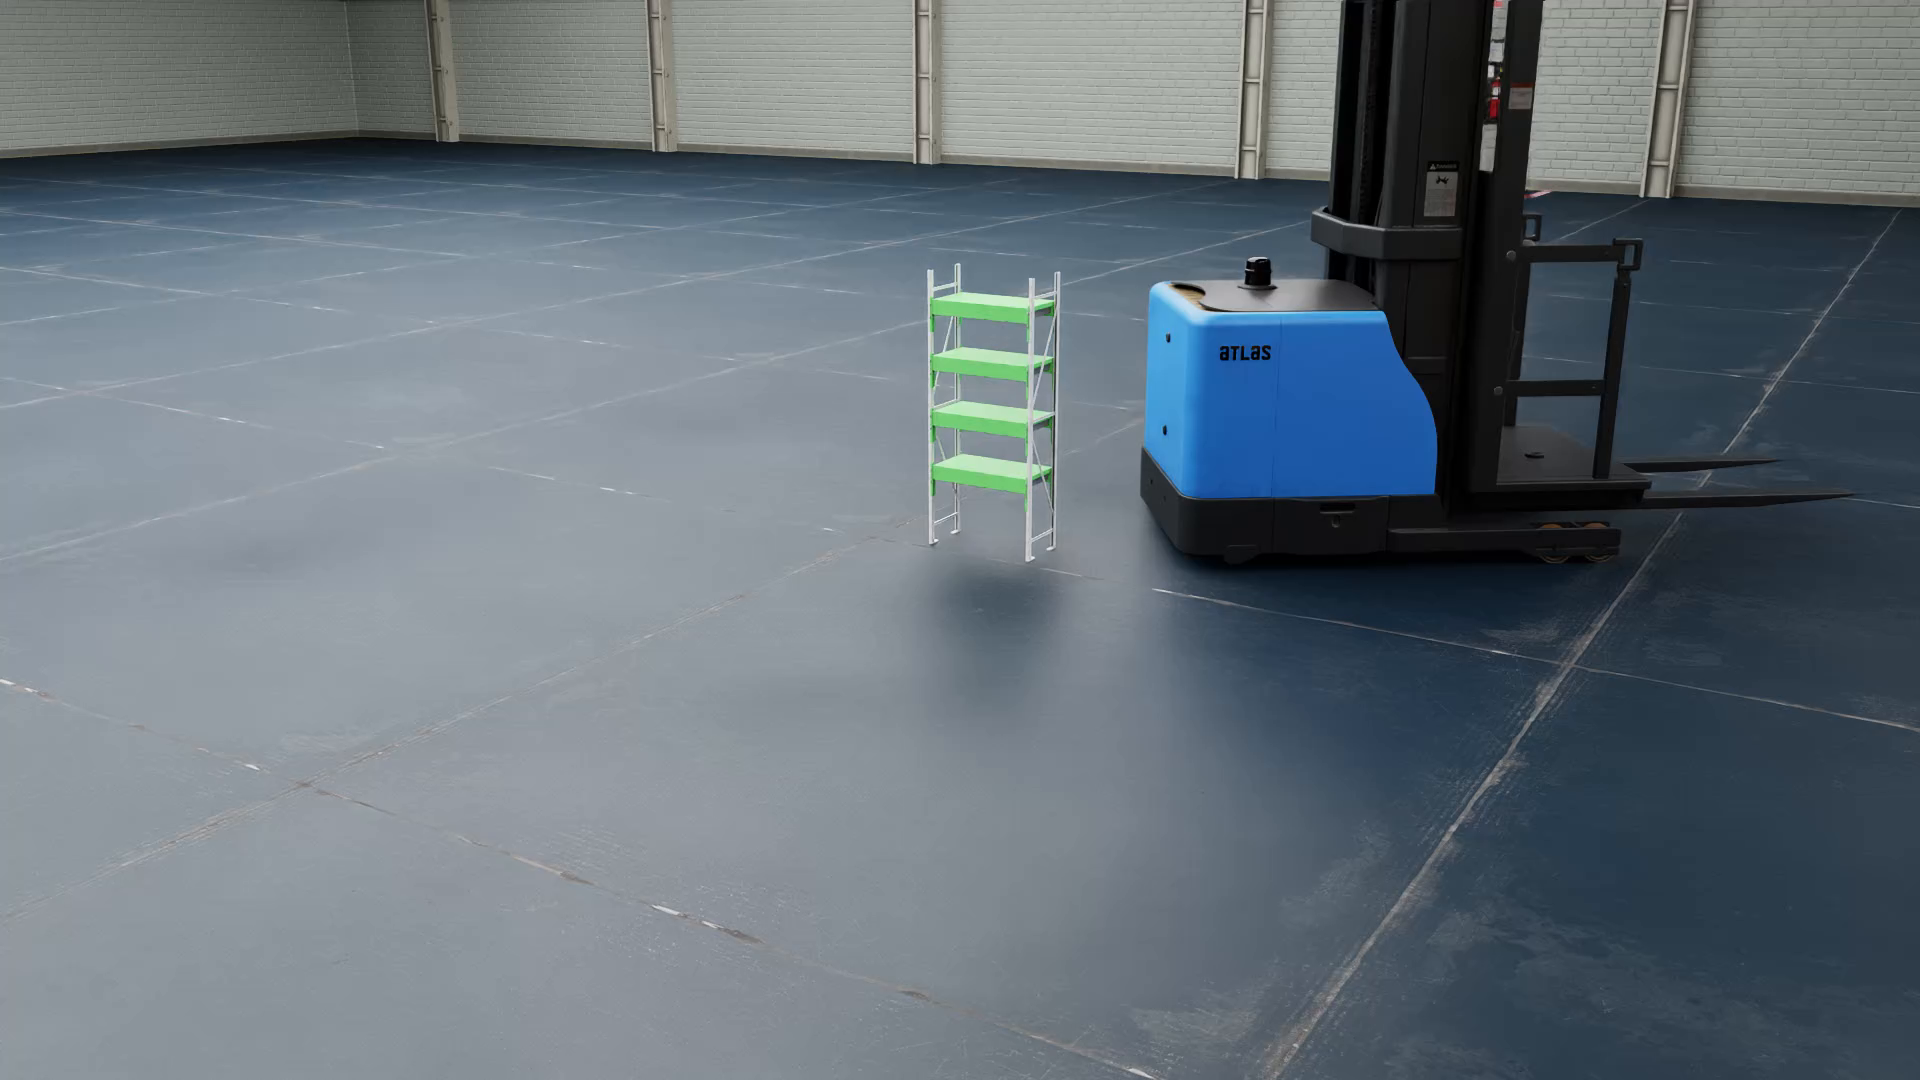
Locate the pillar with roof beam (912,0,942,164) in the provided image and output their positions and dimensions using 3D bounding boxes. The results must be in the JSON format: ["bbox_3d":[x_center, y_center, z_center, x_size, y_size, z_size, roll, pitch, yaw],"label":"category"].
[{"bbox_3d":[-2.822,-9.826,24.248,0.400,9.000,9.100,10,20,30],"label":"pillar with roof beam"}]

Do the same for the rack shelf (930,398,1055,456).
[{"bbox_3d":[0.141,-0.488,7.142,0.480,0.148,0.258,10,20,30],"label":"rack shelf"}]

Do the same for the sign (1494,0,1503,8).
[{"bbox_3d":[7.616,-7.717,23.638,0.199,0.298,0.001,10,20,30],"label":"sign"}]

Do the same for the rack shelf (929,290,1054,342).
[{"bbox_3d":[0.141,-0.947,7.003,0.480,0.148,0.258,10,20,30],"label":"rack shelf"}]

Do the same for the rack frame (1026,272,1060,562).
[{"bbox_3d":[0.349,-0.512,7.002,0.015,1.200,0.240,10,20,30],"label":"rack frame"}]

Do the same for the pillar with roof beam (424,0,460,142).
[{"bbox_3d":[-13.047,-11.652,30.257,0.400,9.000,9.100,10,20,30],"label":"pillar with roof beam"}]

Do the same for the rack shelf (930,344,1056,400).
[{"bbox_3d":[0.141,-0.717,7.073,0.480,0.148,0.258,10,20,30],"label":"rack shelf"}]

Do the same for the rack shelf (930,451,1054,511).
[{"bbox_3d":[0.141,-0.258,7.212,0.480,0.148,0.258,10,20,30],"label":"rack shelf"}]

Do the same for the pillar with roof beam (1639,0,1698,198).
[{"bbox_3d":[7.404,-8.001,18.239,0.400,9.000,9.100,10,20,30],"label":"pillar with roof beam"}]

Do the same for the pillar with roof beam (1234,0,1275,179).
[{"bbox_3d":[2.291,-8.914,21.244,0.400,9.000,9.100,10,20,30],"label":"pillar with roof beam"}]

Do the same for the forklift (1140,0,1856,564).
[{"bbox_3d":[2.391,-1.454,7.125,3.031,2.935,1.130,-1,17,-4],"label":"forklift"}]

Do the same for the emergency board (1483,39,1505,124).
[{"bbox_3d":[7.571,-6.582,23.890,0.643,1.169,0.194,10,20,30],"label":"emergency board"}]

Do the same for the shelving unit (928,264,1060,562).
[{"bbox_3d":[0.141,-0.549,7.124,0.503,1.200,0.258,10,20,30],"label":"shelving unit"}]

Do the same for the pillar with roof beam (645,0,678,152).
[{"bbox_3d":[-7.934,-10.739,27.253,0.400,9.000,9.100,10,20,30],"label":"pillar with roof beam"}]

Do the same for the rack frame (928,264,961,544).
[{"bbox_3d":[-0.067,-0.586,7.246,0.015,1.200,0.240,10,20,30],"label":"rack frame"}]
